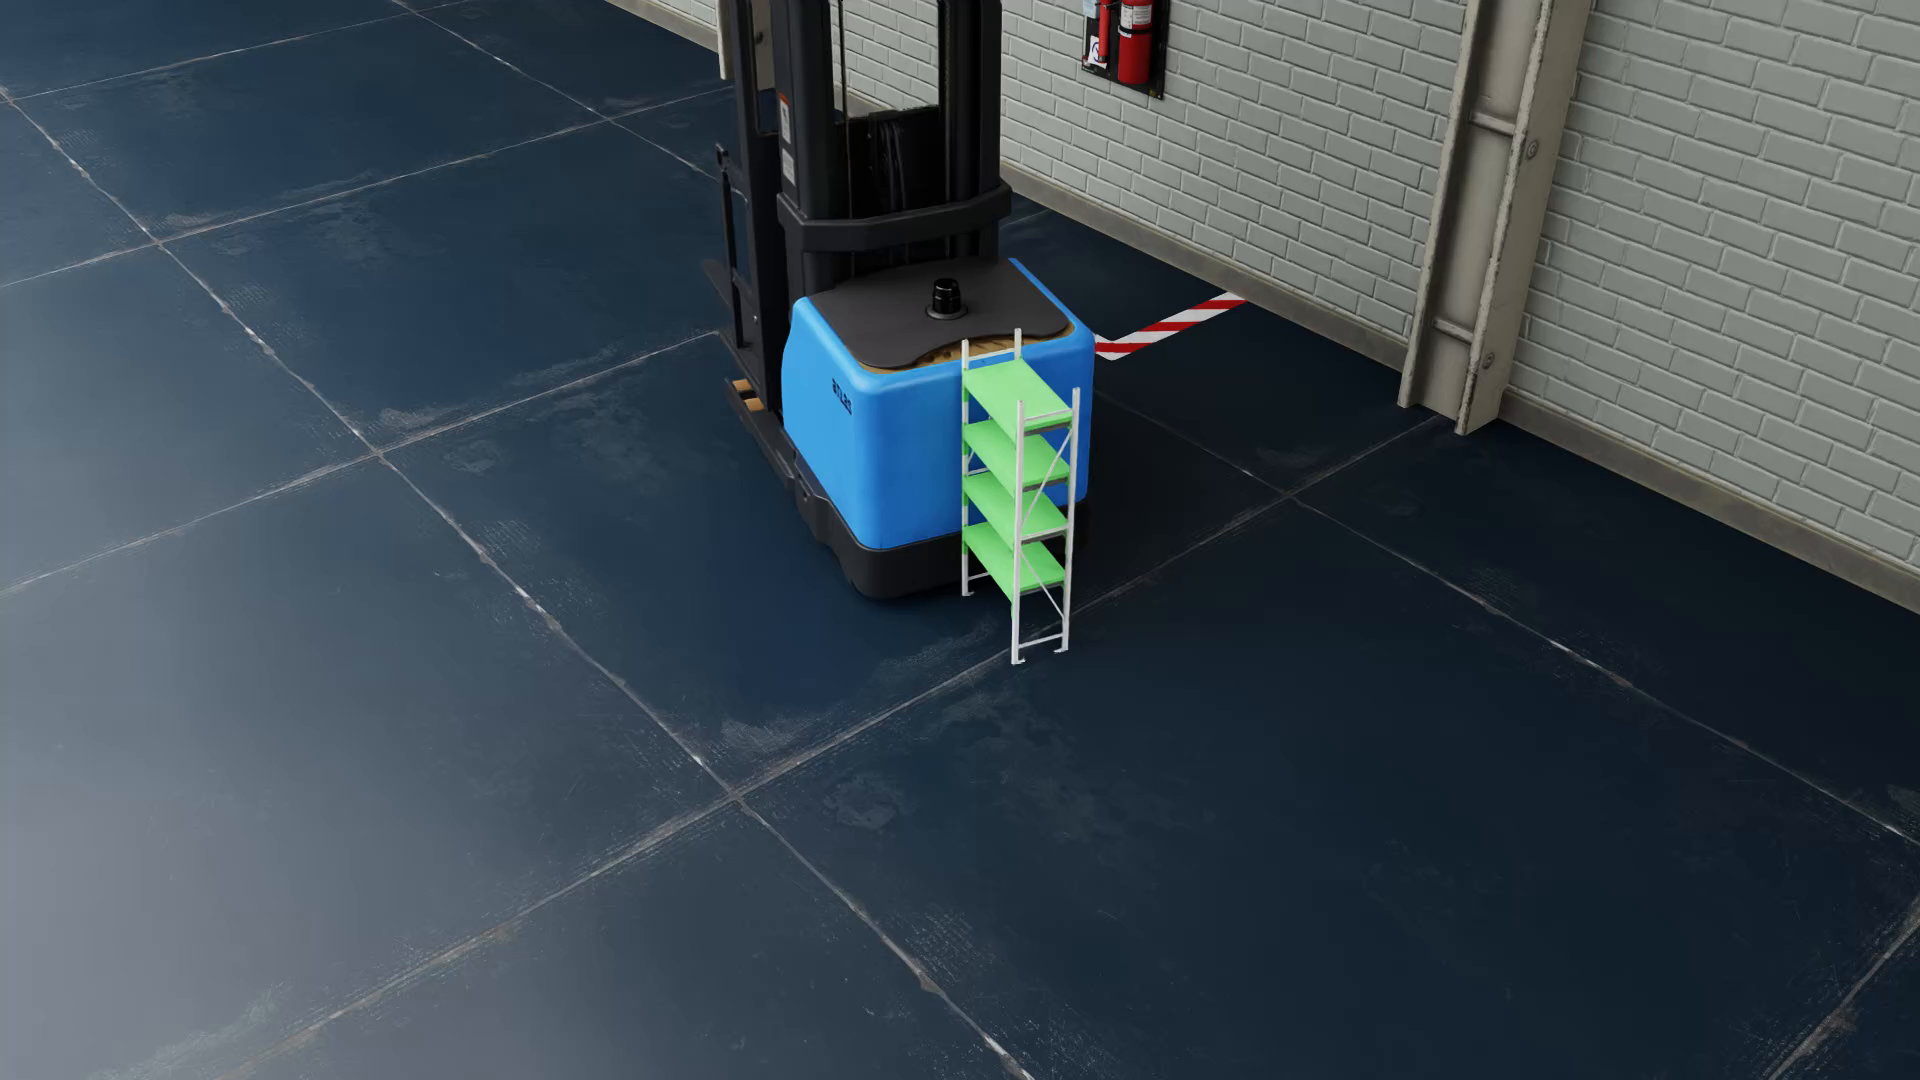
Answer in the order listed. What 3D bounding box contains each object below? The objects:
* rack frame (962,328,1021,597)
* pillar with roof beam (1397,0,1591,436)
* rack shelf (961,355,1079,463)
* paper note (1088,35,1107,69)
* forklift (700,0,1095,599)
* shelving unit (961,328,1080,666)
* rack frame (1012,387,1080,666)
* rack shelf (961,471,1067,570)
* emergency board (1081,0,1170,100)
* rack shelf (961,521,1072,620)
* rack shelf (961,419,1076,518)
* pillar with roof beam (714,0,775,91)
[{"bbox_3d":[0.120,-0.283,6.612,0.240,1.200,0.015,-14,38,-19],"label":"rack frame"},{"bbox_3d":[-0.892,-2.708,3.287,9.100,9.000,0.400,-26,43,-32],"label":"pillar with roof beam"},{"bbox_3d":[0.219,-0.494,6.189,0.258,0.148,0.480,-14,38,-19],"label":"rack shelf"},{"bbox_3d":[0.769,-2.715,9.250,0.016,0.148,0.142,-26,43,-32],"label":"paper note"},{"bbox_3d":[-0.495,-1.800,7.255,1.130,2.935,3.031,-14,38,-19],"label":"forklift"},{"bbox_3d":[0.219,-0.154,6.430,0.258,1.200,0.503,-14,38,-19],"label":"shelving unit"},{"bbox_3d":[0.317,-0.025,6.247,0.240,1.200,0.015,-14,38,-19],"label":"rack frame"},{"bbox_3d":[0.219,-0.102,6.467,0.258,0.148,0.480,-14,38,-19],"label":"rack shelf"},{"bbox_3d":[0.831,-2.971,8.849,0.194,1.169,0.643,-26,43,-32],"label":"emergency board"},{"bbox_3d":[0.219,0.094,6.605,0.258,0.148,0.480,-14,38,-19],"label":"rack shelf"},{"bbox_3d":[0.219,-0.298,6.328,0.258,0.148,0.480,-14,38,-19],"label":"rack shelf"},{"bbox_3d":[-4.764,-5.357,7.028,9.100,9.000,0.400,-26,43,-32],"label":"pillar with roof beam"}]
